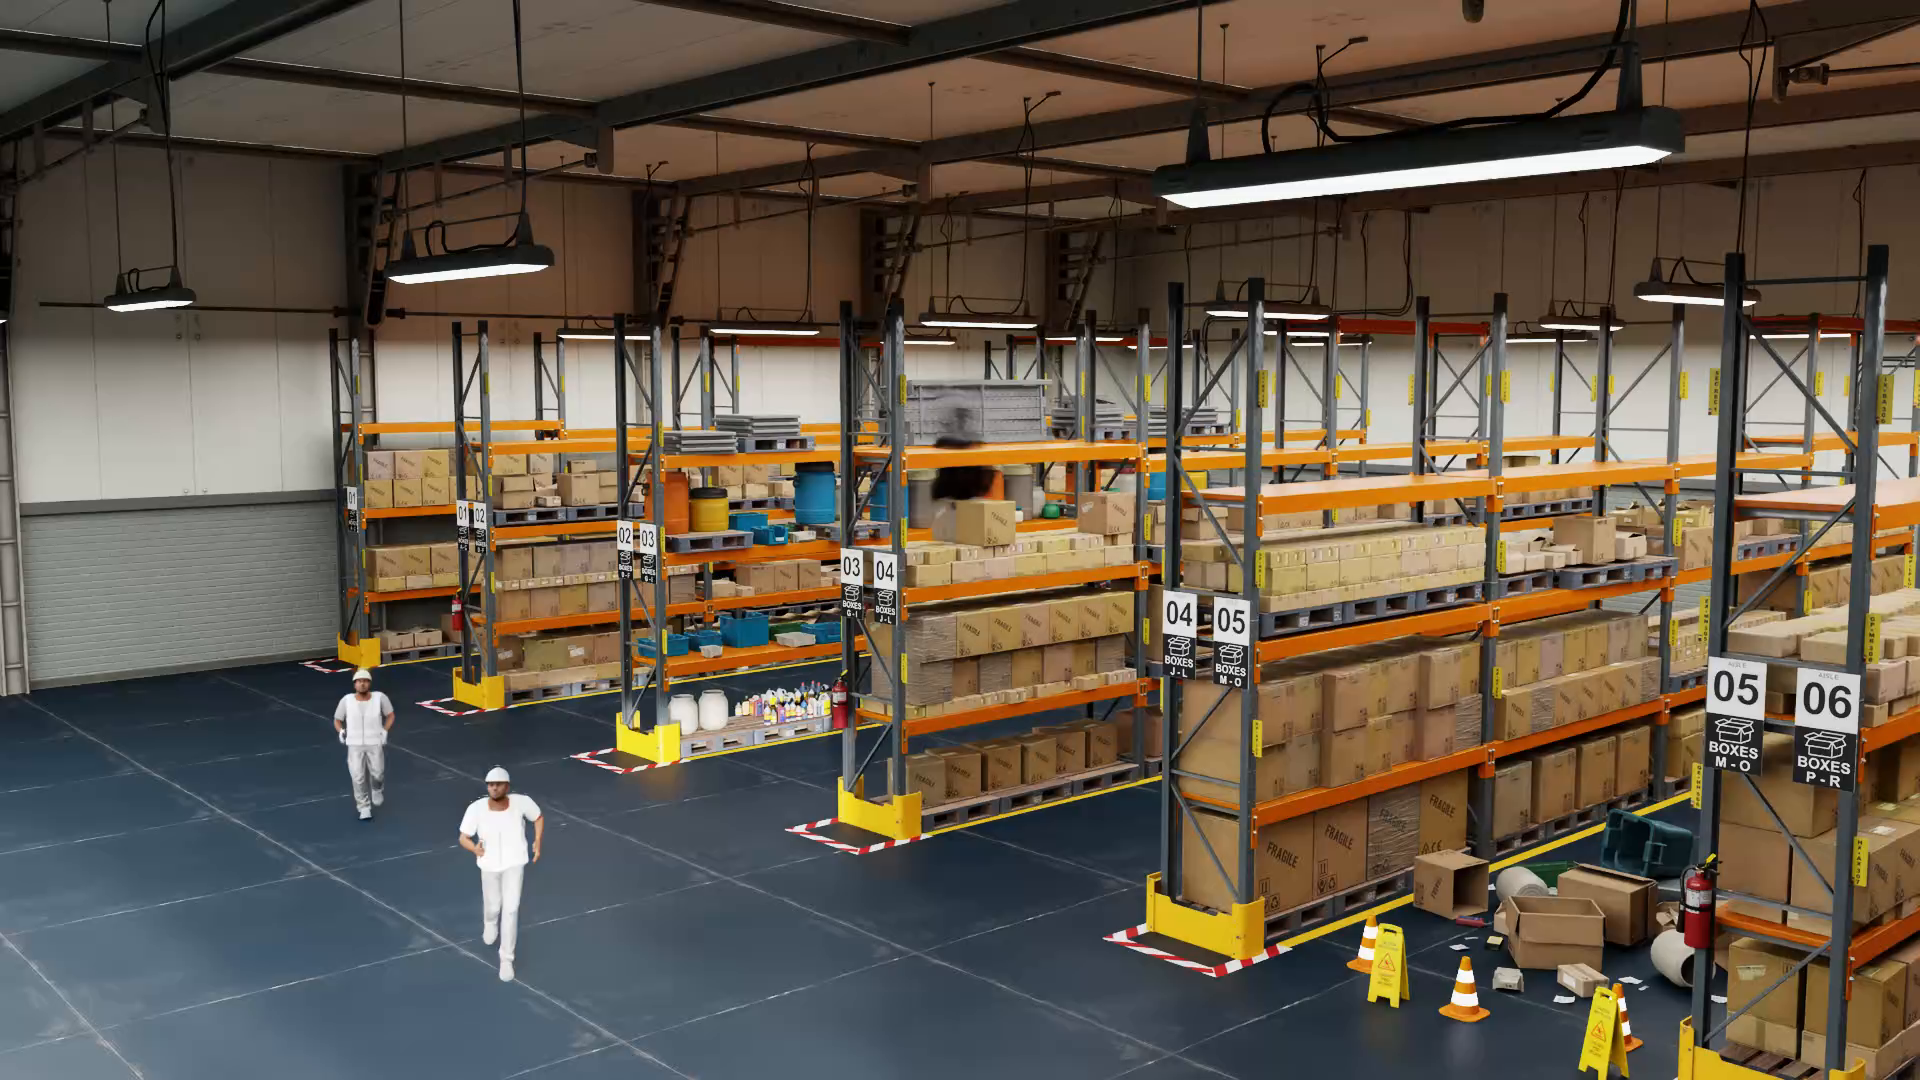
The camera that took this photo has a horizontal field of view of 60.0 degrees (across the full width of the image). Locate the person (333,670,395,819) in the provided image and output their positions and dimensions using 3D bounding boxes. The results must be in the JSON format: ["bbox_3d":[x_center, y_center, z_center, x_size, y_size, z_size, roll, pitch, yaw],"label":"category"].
[{"bbox_3d":[-6.967,2.381,19.457,0.679,1.733,0.621,-2,6,-17],"label":"person"}]

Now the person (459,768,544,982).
[{"bbox_3d":[-4.010,2.849,14.577,0.710,1.771,0.975,-1,6,-11],"label":"person"}]
